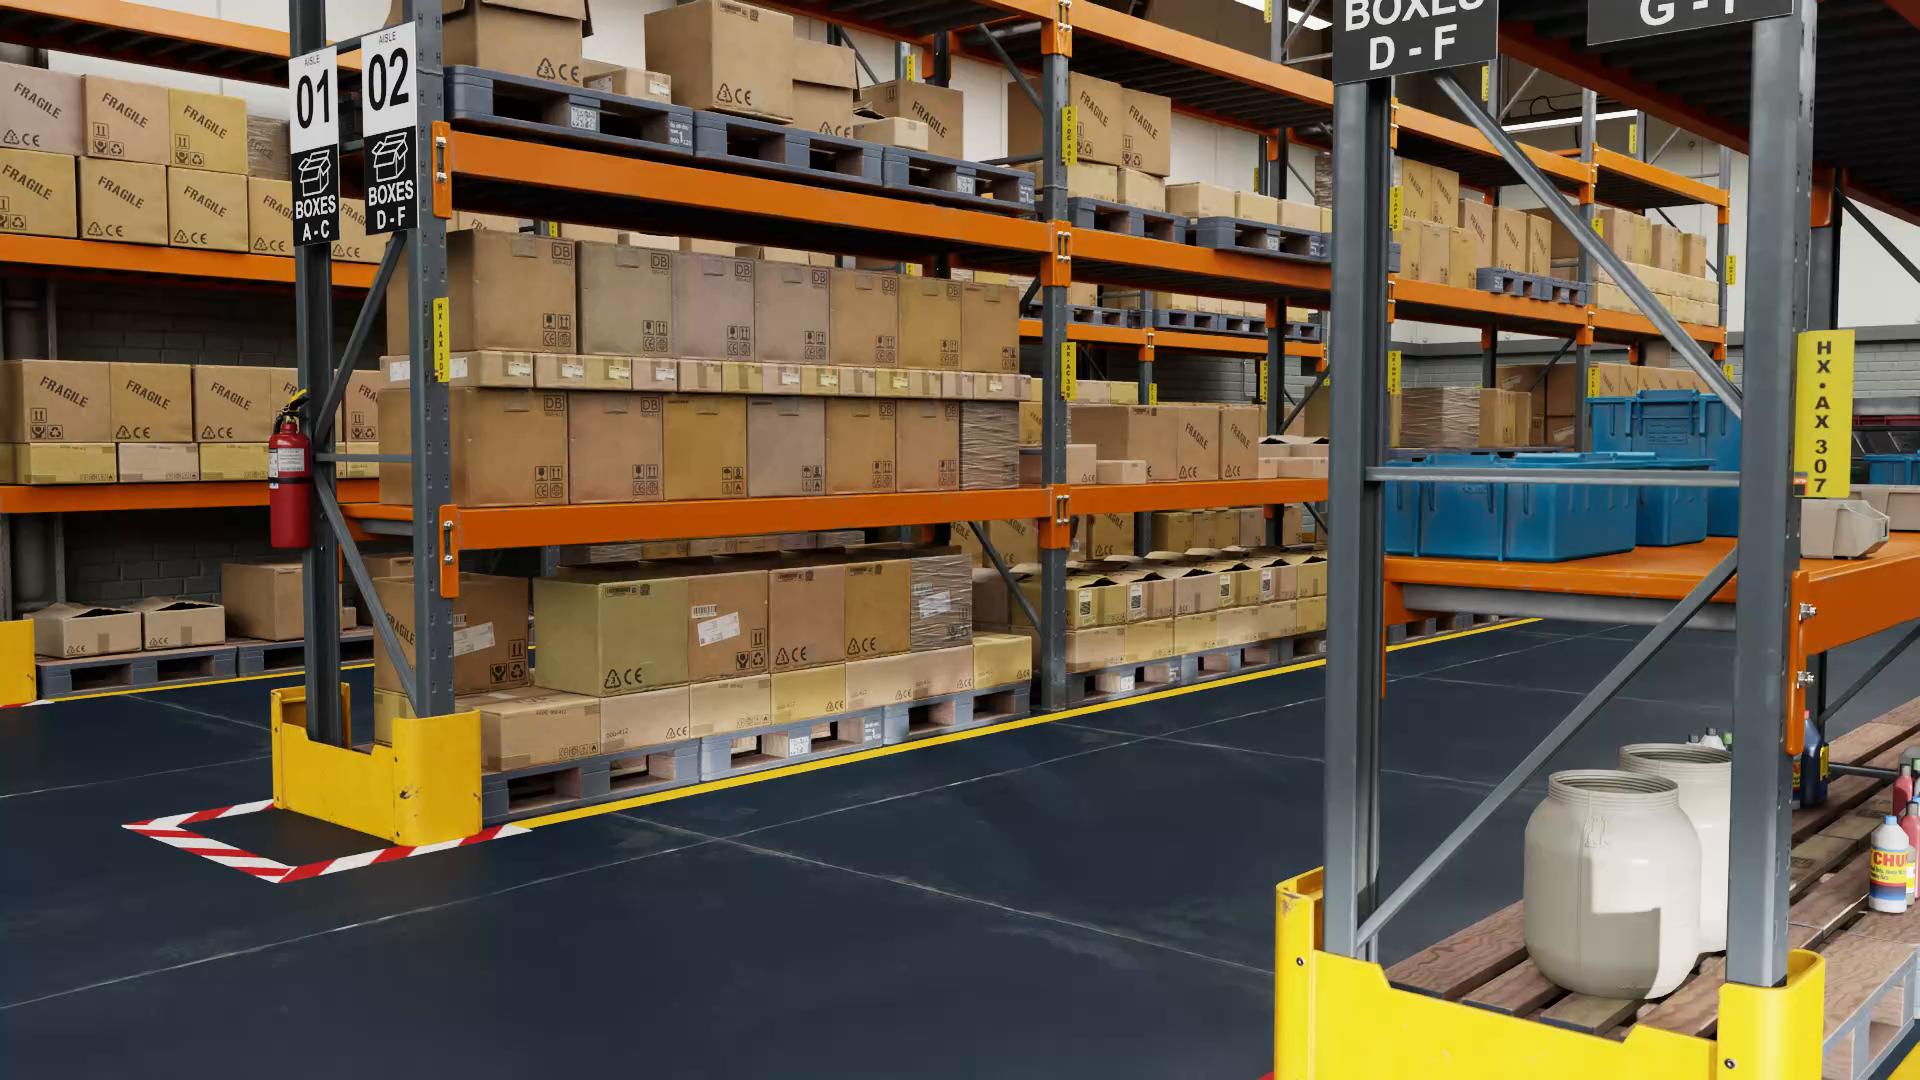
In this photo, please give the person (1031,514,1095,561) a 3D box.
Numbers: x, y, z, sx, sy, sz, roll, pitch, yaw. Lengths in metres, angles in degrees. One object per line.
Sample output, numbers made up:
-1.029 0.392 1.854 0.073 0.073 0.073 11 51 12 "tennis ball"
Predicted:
0.984 -0.236 15.569 0.551 1.671 0.967 2 4 31 "person"
